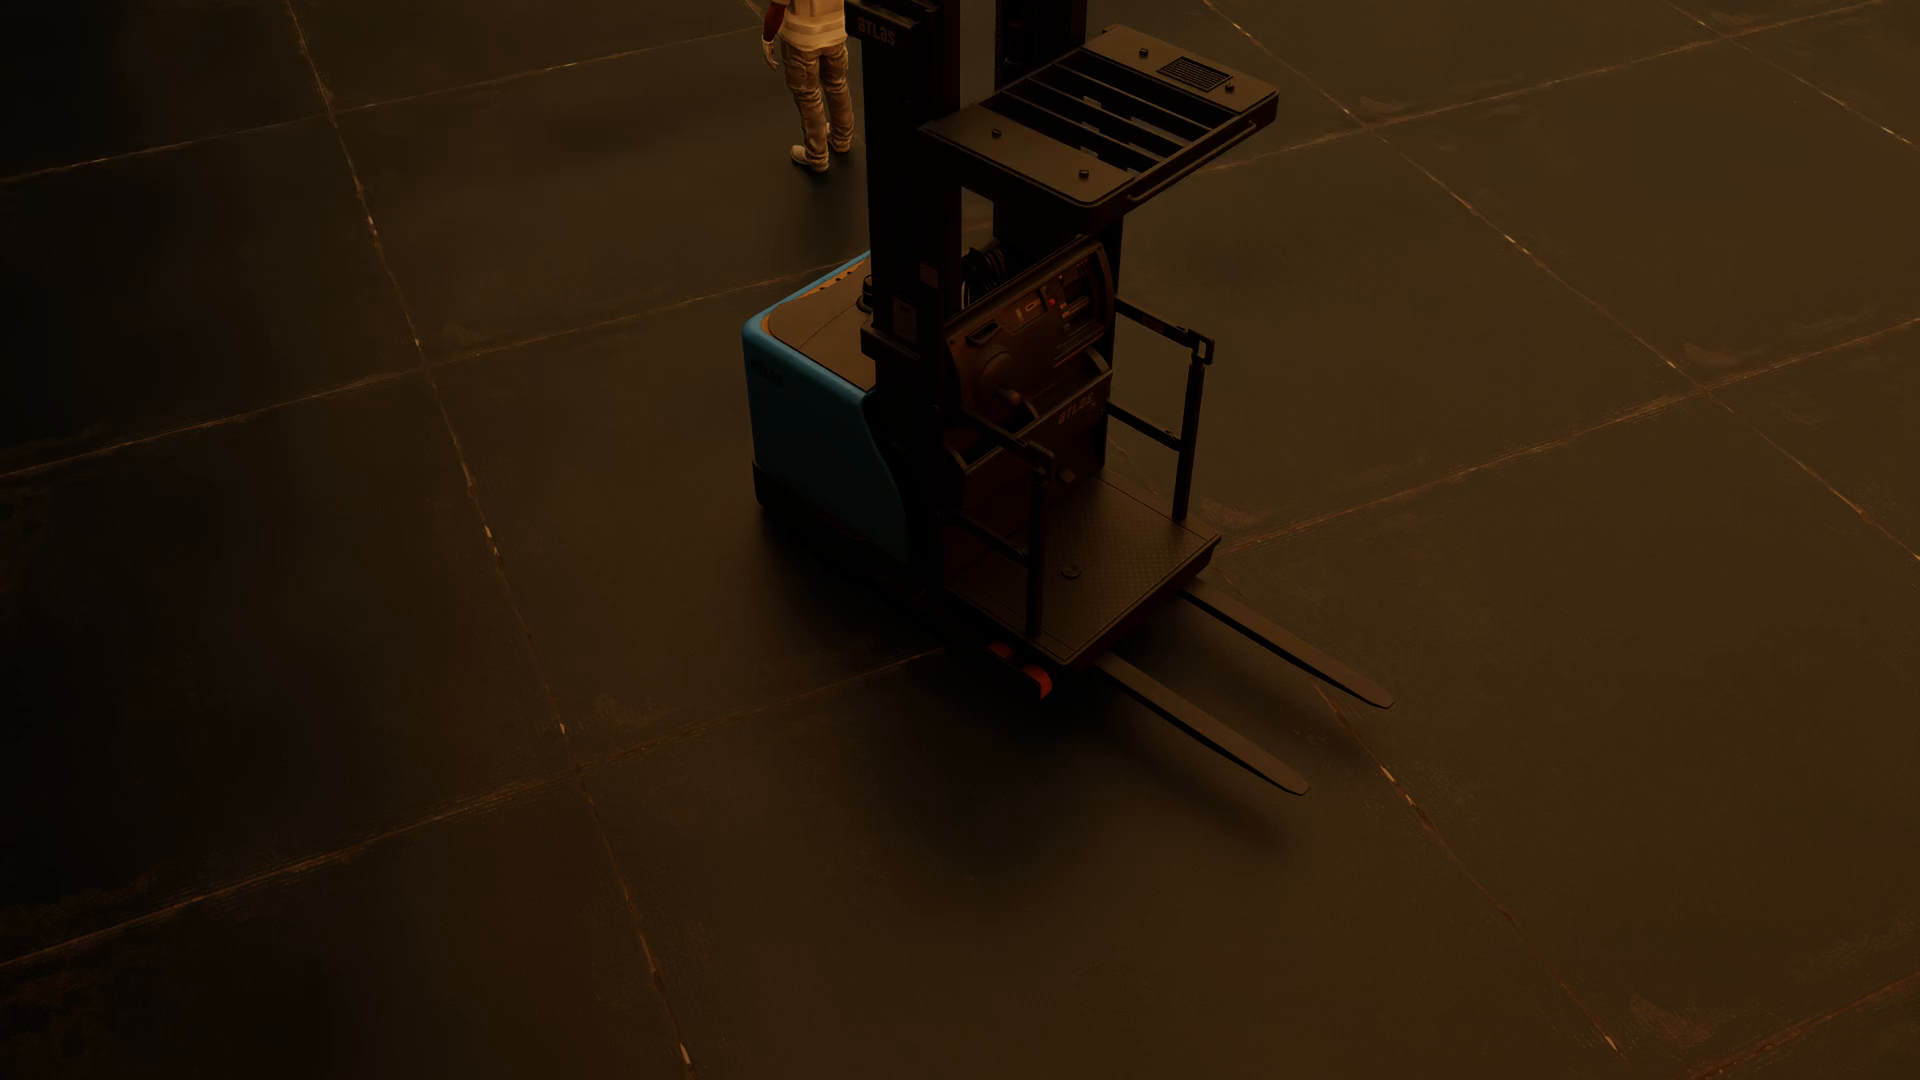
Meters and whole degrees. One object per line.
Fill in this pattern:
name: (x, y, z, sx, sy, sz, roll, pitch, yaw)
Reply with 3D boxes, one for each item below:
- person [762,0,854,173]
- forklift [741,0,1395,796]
person: (-0.895, -2.997, 9.722, 0.656, 1.782, 0.577, -26, 49, -25)
forklift: (0.445, -0.788, 6.525, 3.031, 2.935, 1.130, 32, 52, 30)
